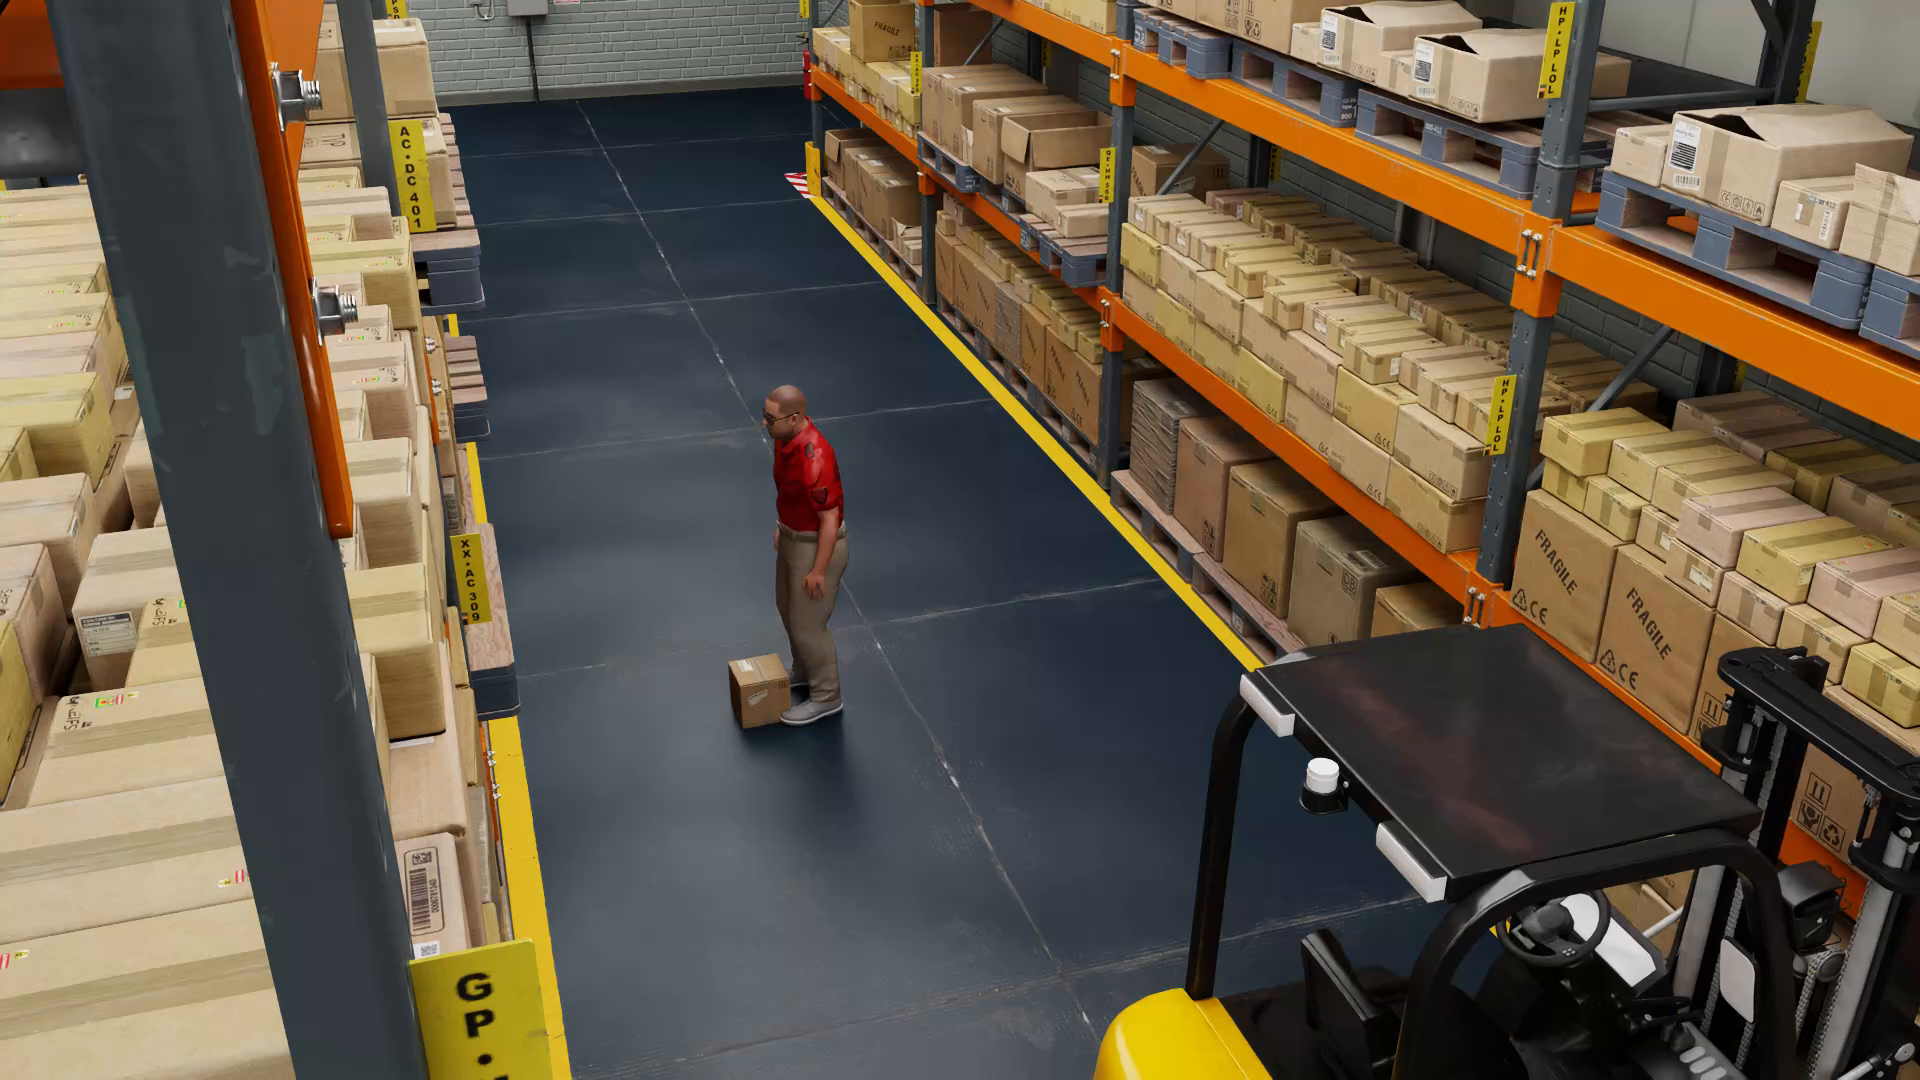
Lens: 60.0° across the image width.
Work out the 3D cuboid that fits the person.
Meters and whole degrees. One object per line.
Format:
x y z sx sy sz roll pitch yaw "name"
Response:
-0.754 0.049 8.029 0.393 1.726 0.605 -10 28 -19 "person"
